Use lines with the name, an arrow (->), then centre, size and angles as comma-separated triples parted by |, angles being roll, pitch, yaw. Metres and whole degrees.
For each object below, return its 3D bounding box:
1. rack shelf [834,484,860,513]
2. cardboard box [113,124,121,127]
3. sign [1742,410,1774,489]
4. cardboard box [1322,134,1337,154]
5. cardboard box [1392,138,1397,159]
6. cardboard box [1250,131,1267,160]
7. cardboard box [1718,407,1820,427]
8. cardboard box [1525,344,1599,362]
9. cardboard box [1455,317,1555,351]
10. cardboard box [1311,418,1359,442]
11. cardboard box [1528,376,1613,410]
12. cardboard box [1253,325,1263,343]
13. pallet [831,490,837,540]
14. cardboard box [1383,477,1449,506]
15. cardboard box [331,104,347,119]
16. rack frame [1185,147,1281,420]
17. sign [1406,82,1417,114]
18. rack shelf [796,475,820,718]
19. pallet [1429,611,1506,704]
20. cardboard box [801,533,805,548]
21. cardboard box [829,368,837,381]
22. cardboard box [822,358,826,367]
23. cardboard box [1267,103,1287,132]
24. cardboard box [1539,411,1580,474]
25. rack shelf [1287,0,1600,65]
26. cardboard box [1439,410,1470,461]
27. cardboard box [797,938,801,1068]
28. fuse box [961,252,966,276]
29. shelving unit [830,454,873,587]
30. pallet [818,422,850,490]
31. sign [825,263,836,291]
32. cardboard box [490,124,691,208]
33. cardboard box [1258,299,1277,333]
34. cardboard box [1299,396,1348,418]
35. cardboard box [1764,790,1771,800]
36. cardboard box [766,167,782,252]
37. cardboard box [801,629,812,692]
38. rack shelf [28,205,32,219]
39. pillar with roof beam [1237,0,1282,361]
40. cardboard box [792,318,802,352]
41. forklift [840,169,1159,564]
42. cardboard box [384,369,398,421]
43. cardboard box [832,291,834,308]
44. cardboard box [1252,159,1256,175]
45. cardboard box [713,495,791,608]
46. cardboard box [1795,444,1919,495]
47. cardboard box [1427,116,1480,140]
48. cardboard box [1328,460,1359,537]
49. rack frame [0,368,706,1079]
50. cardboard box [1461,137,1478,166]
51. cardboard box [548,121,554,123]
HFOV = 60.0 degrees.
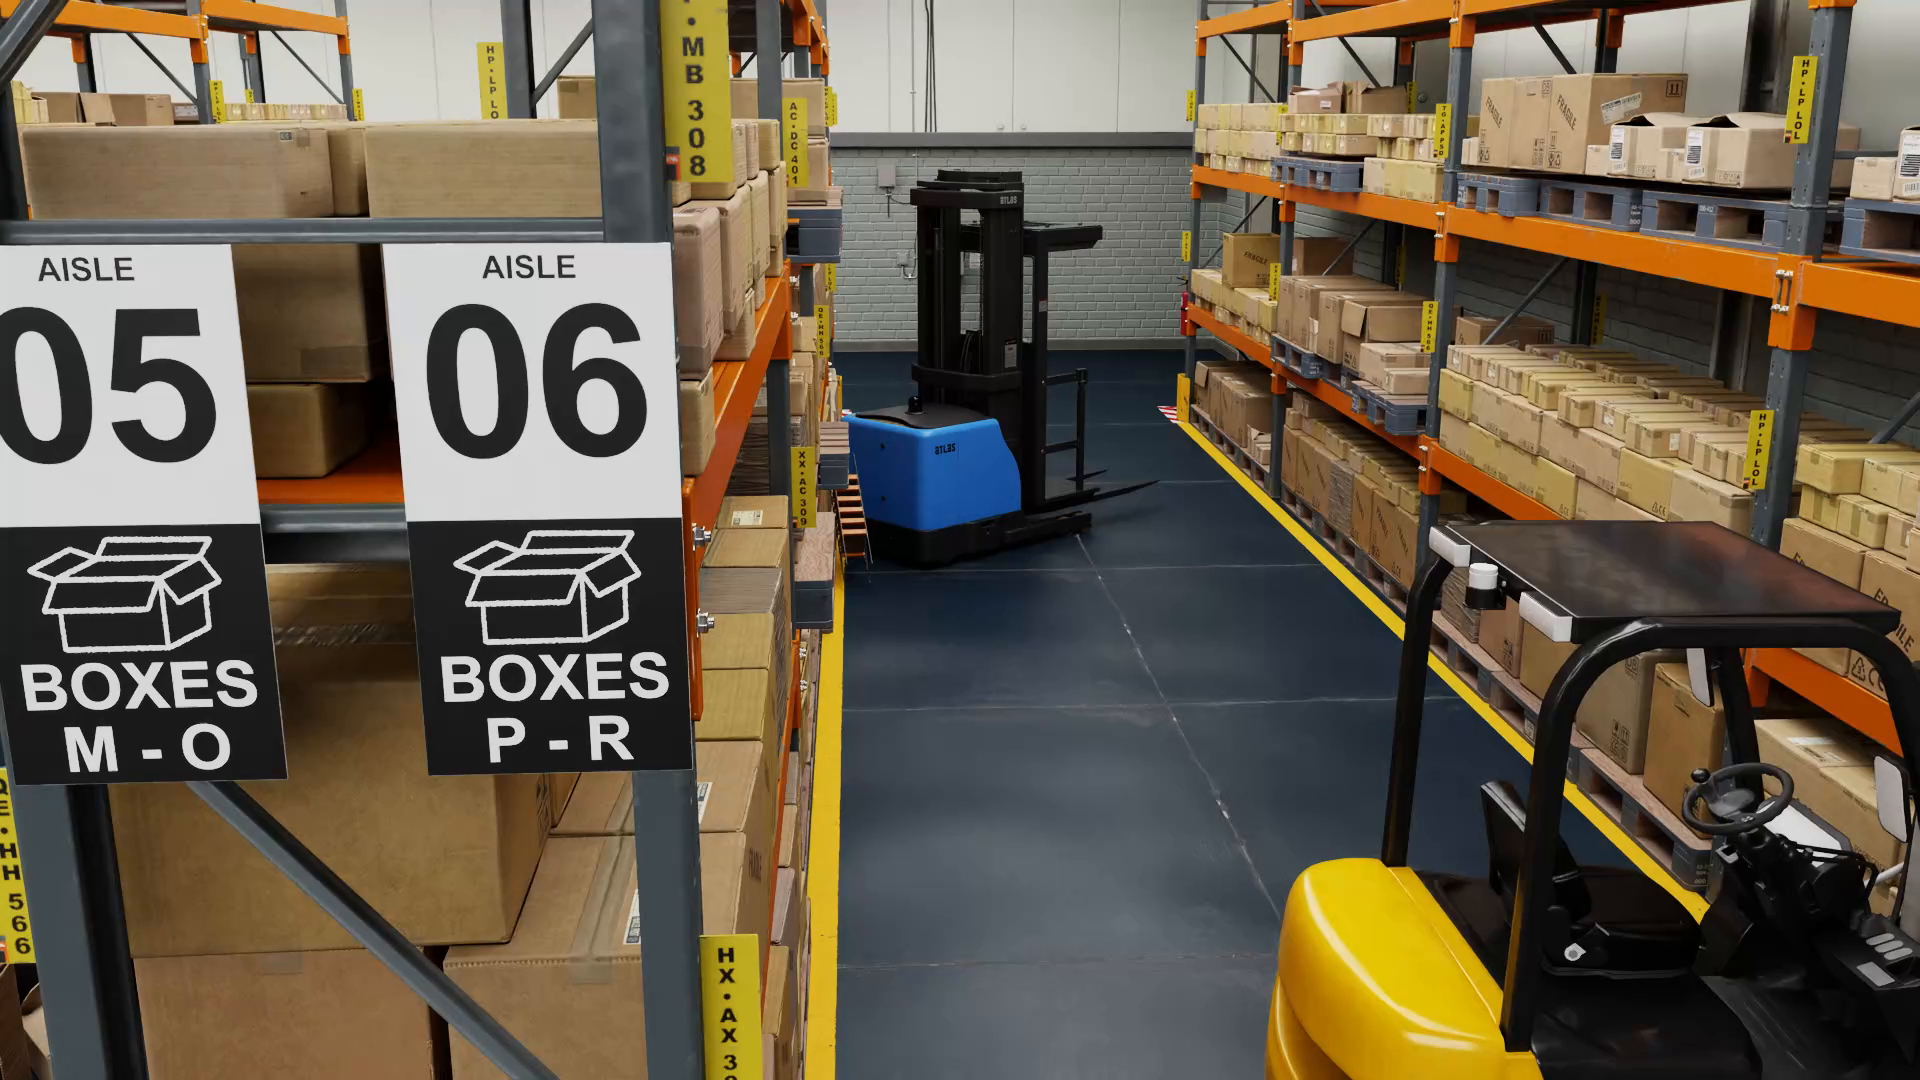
rack shelf -> -0.858, -0.294, 12.583 | 0.180, 0.258, 0.103 | -2, 44, -11
cardboard box -> -6.747, -3.056, 12.701 | 0.500, 0.311, 0.500 | -1, 14, -4
sign -> 3.251, -0.366, 6.766 | 0.100, 0.325, 0.005 | -1, 14, -3
cardboard box -> 2.990, -3.030, 12.722 | 0.380, 0.149, 0.250 | -1, 14, -2
cardboard box -> 3.269, -2.762, 11.721 | 0.380, 0.149, 0.250 | -1, 14, -3
cardboard box -> 2.973, -3.614, 15.236 | 0.500, 0.250, 0.500 | -1, 14, -5
cardboard box -> 3.978, -0.563, 8.194 | 0.380, 0.149, 0.250 | -1, 14, -3
cardboard box -> 3.766, -1.134, 10.413 | 0.380, 0.149, 0.250 | 0, 14, -2
cardboard box -> 3.668, -1.232, 11.251 | 0.500, 0.500, 0.500 | 0, 14, -1
cardboard box -> 3.174, -0.927, 13.981 | 0.380, 0.149, 0.250 | -2, 15, -6
cardboard box -> 3.360, -0.808, 9.143 | 0.380, 0.149, 0.250 | -1, 14, -2
cardboard box -> 2.946, -1.927, 15.500 | 0.380, 0.149, 0.250 | -1, 14, -2
pallet -> -1.535, -0.226, 13.980 | 1.003, 0.211, 1.213 | -1, 14, -3
cardboard box -> 3.213, -0.343, 11.712 | 0.380, 0.149, 0.250 | -2, 15, -6
cardboard box -> -6.526, -4.397, 17.075 | 0.380, 0.149, 0.250 | -1, 14, -4
rack frame -> 3.048, -2.839, 18.542 | 1.000, 3.000, 0.127 | -1, 14, -3
sign -> 3.850, -3.748, 14.225 | 0.100, 0.325, 0.005 | -1, 14, -3
rack shelf -> -1.286, 0.074, 8.664 | 1.077, 0.370, 4.000 | -1, 14, -3
pallet -> 3.556, 0.706, 10.358 | 1.003, 0.211, 1.213 | -1, 14, -3
cardboard box -> -0.888, -0.064, 7.415 | 0.380, 0.149, 0.250 | -1, 14, -2
cardboard box -> -1.765, -1.562, 17.875 | 0.875, 0.438, 0.875 | -1, 14, -5
cardboard box -> -1.263, -1.450, 12.442 | 0.500, 0.250, 0.500 | -1, 14, -2
cardboard box -> 3.024, -3.733, 14.694 | 0.500, 0.250, 0.500 | -1, 14, -3
cardboard box -> 3.429, -0.523, 8.839 | 0.500, 0.250, 0.500 | -1, 14, -3
rack shelf -> 3.420, -3.710, 12.134 | 1.077, 0.370, 4.000 | -1, 14, -3
cardboard box -> 3.327, -0.663, 10.384 | 0.500, 0.250, 0.500 | -1, 14, -3
cardboard box -> -0.814, 1.626, 5.862 | 0.500, 0.250, 0.500 | -1, 14, -5
fuse box -> -0.173, -3.536, 23.835 | 0.539, 1.711, 0.414 | -1, 14, -3
shelving unit -> -0.827, -0.159, 12.446 | 0.189, 0.258, 1.200 | -2, 44, -11
pallet -> -1.260, -0.504, 9.849 | 1.213, 0.211, 1.003 | -1, 14, -3
sign -> -1.117, -2.300, 14.282 | 0.100, 0.325, 0.005 | -1, 14, -3
cardboard box -> -0.718, -0.717, 3.177 | 0.380, 0.149, 0.250 | -1, 14, -3
cardboard box -> 3.021, -2.039, 15.135 | 0.500, 0.250, 0.500 | -1, 14, -2
cardboard box -> 3.117, -1.138, 14.206 | 0.380, 0.149, 0.250 | -2, 15, -6
cardboard box -> 3.513, 1.156, 6.685 | 0.500, 0.250, 0.500 | -1, 14, -4
cardboard box -> -0.834, -1.070, 5.350 | 0.500, 0.250, 0.500 | -1, 14, -4
cardboard box -> -1.331, 0.621, 9.523 | 0.950, 0.372, 0.625 | -1, 14, -5
rack shelf -> -6.468, -2.272, 11.762 | 1.077, 0.370, 4.000 | -1, 14, -3
pillar with roof beam -> -0.516, -6.363, 20.196 | 9.100, 9.000, 0.400 | -1, 14, -3
cardboard box -> -1.027, -1.080, 8.760 | 0.380, 0.149, 0.250 | -2, 15, -6
forklift -> 0.450, -1.529, 13.588 | 3.031, 2.935, 1.130 | -14, 20, -43
cardboard box -> -1.246, -0.326, 3.258 | 0.380, 0.149, 0.250 | 0, 14, -2
cardboard box -> -1.612, -2.694, 17.778 | 0.500, 0.500, 0.500 | -1, 14, -3
cardboard box -> 2.961, -3.516, 15.657 | 0.380, 0.149, 0.250 | 0, 14, -2
cardboard box -> -0.887, 0.137, 6.177 | 0.500, 0.500, 0.500 | -1, 14, -5
cardboard box -> 3.515, -0.278, 6.486 | 0.380, 0.149, 0.250 | -1, 14, -2
cardboard box -> 3.227, -2.648, 10.682 | 0.380, 0.149, 0.250 | 0, 14, -2
cardboard box -> 3.197, -0.328, 12.955 | 0.500, 0.500, 0.500 | -1, 14, -5
rack frame -> -0.915, 1.217, 2.775 | 1.000, 3.000, 0.127 | -1, 14, -3
cardboard box -> 3.262, -2.350, 10.044 | 0.380, 0.166, 0.250 | -1, 14, -4
cardboard box -> -1.333, -1.088, 4.620 | 0.380, 0.149, 0.250 | -1, 14, -4
